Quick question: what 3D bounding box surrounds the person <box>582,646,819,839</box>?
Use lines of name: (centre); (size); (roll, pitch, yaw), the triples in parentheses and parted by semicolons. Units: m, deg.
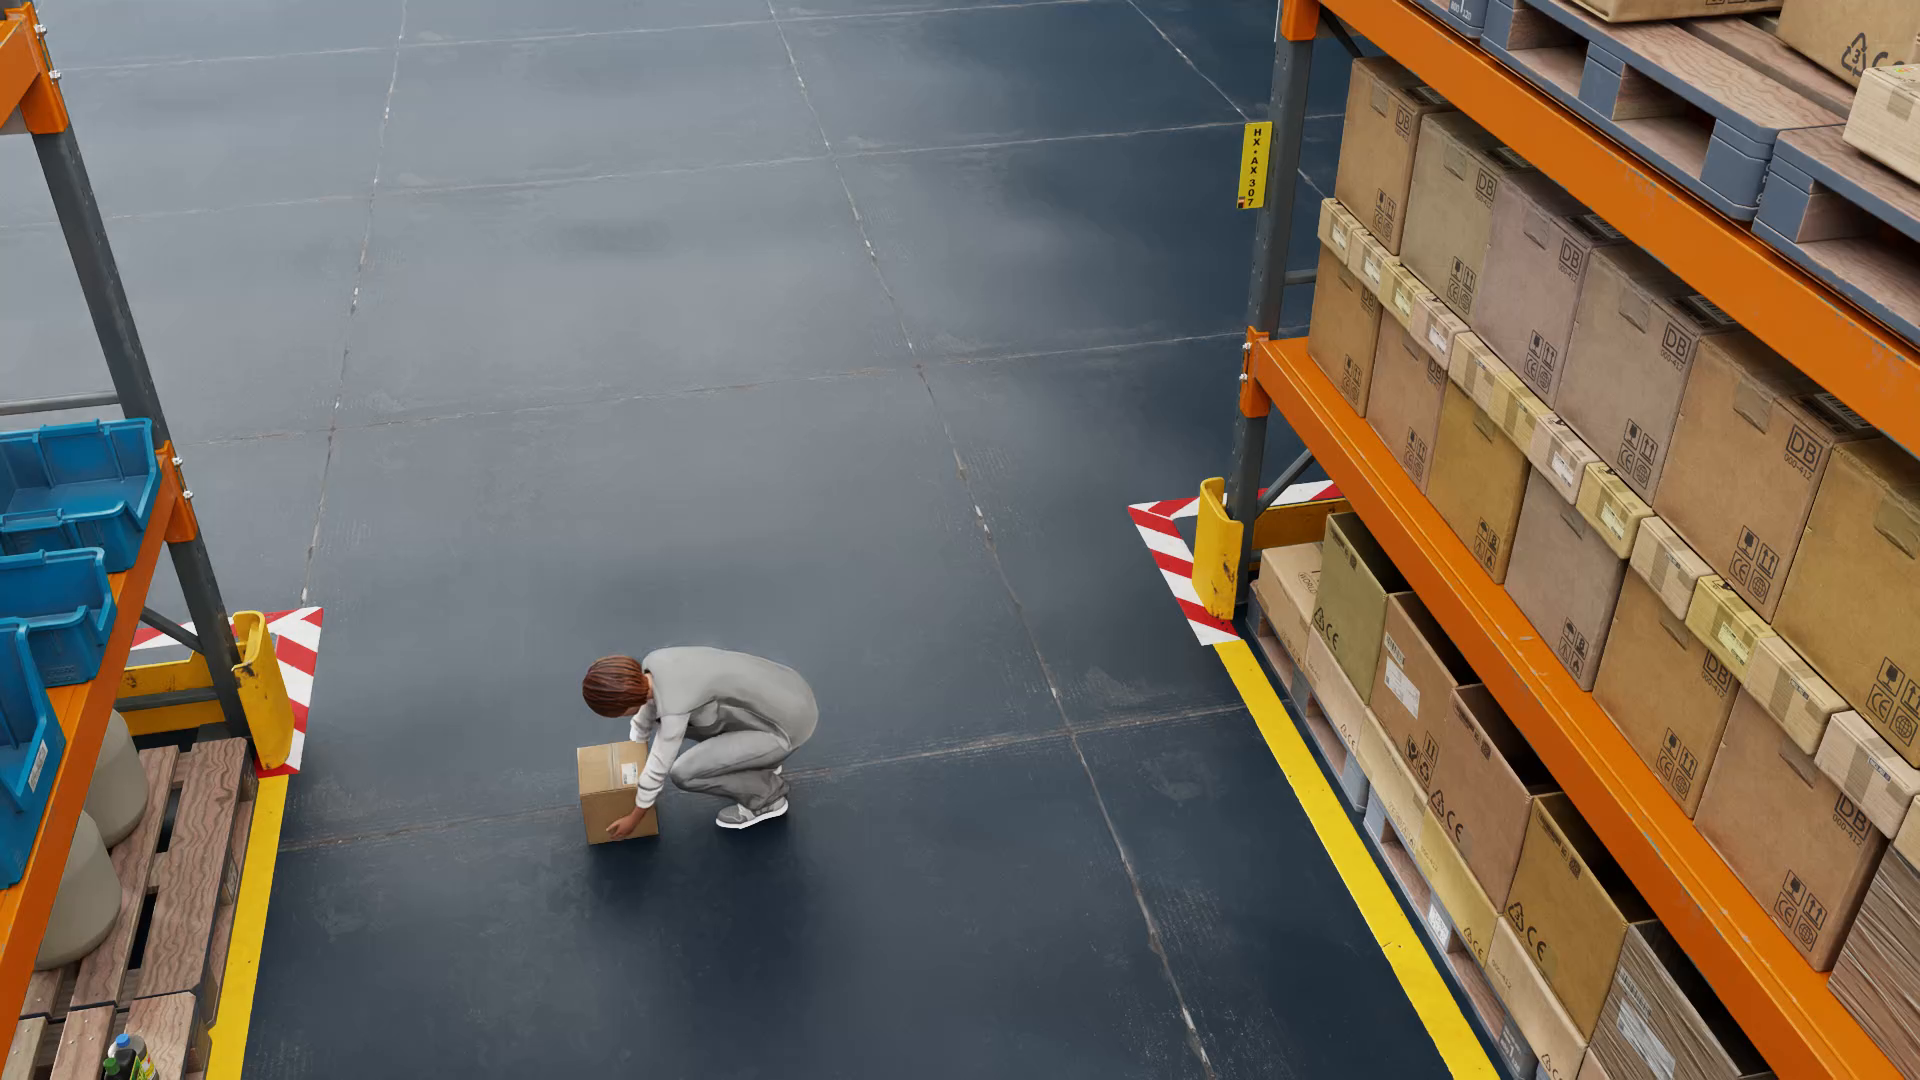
person: (-0.905, 0.665, 5.936); (0.806, 0.762, 0.436); (-7, 35, -10)
